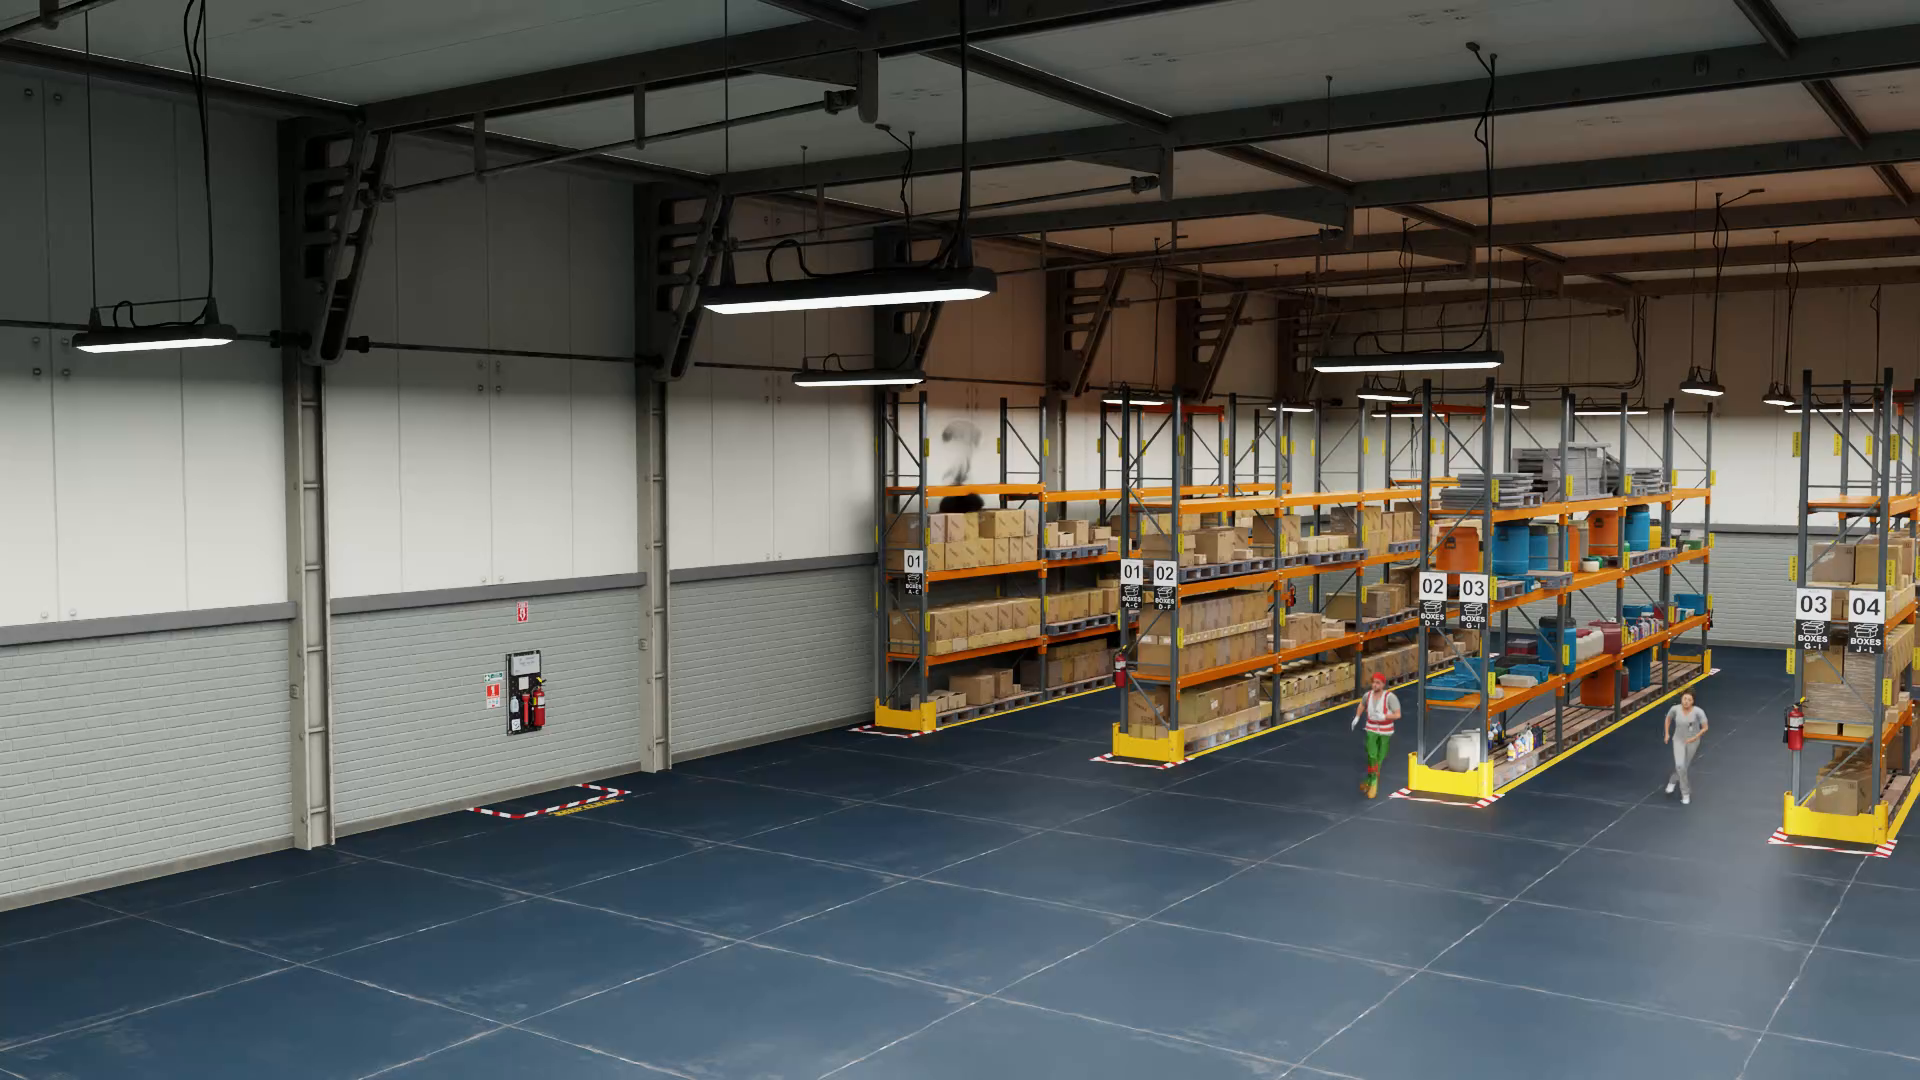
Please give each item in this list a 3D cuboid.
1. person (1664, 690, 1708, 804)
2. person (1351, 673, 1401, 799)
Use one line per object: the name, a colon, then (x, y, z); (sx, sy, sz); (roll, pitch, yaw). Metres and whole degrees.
person: (10.348, 2.907, 23.719); (0.567, 1.628, 0.805); (1, 3, 22)
person: (5.975, 2.789, 23.908); (0.715, 1.779, 0.666); (1, 3, 18)
